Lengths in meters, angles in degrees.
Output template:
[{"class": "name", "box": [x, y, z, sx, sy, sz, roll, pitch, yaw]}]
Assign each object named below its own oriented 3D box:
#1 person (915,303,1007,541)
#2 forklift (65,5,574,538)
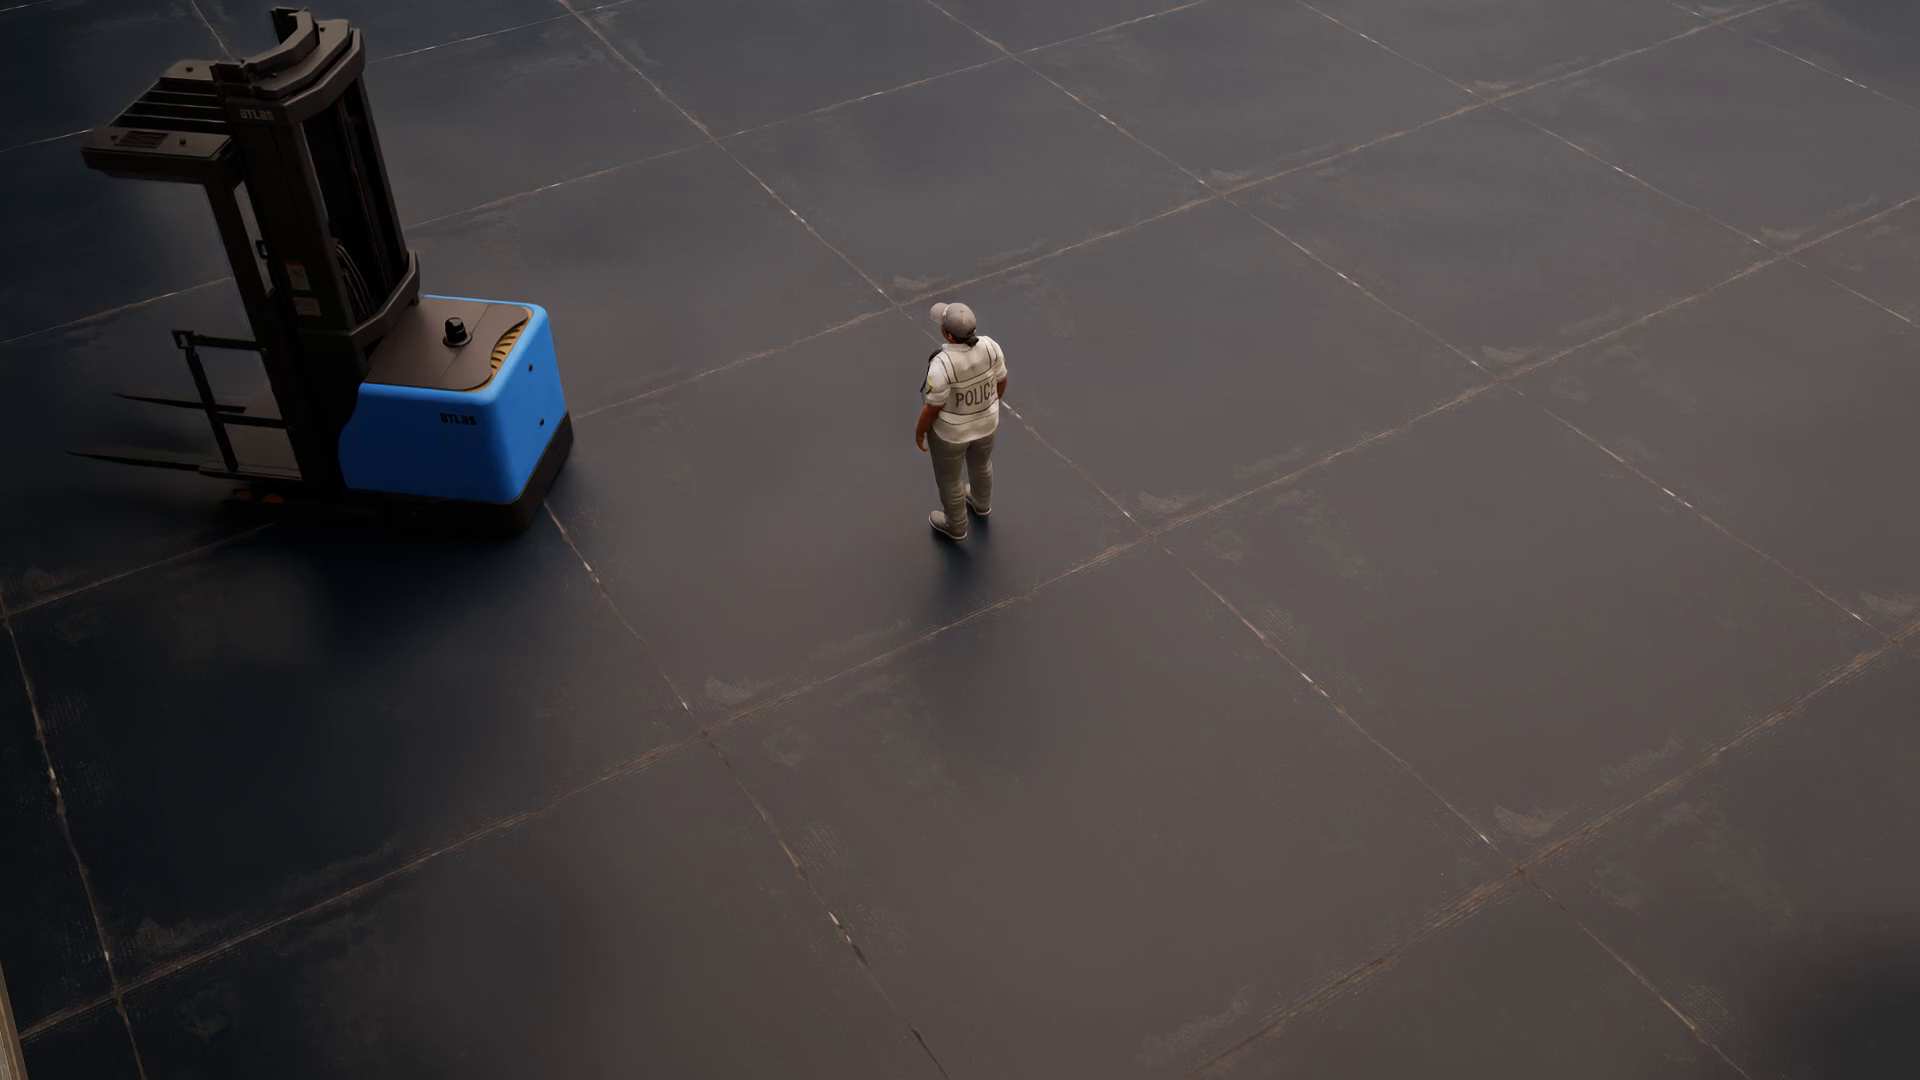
[{"class": "person", "box": [-0.022, -0.714, 9.577, 0.597, 1.670, 0.529, -23, 46, -24]}, {"class": "forklift", "box": [-4.054, -1.561, 9.657, 3.031, 2.935, 1.130, 6, 41, 7]}]
